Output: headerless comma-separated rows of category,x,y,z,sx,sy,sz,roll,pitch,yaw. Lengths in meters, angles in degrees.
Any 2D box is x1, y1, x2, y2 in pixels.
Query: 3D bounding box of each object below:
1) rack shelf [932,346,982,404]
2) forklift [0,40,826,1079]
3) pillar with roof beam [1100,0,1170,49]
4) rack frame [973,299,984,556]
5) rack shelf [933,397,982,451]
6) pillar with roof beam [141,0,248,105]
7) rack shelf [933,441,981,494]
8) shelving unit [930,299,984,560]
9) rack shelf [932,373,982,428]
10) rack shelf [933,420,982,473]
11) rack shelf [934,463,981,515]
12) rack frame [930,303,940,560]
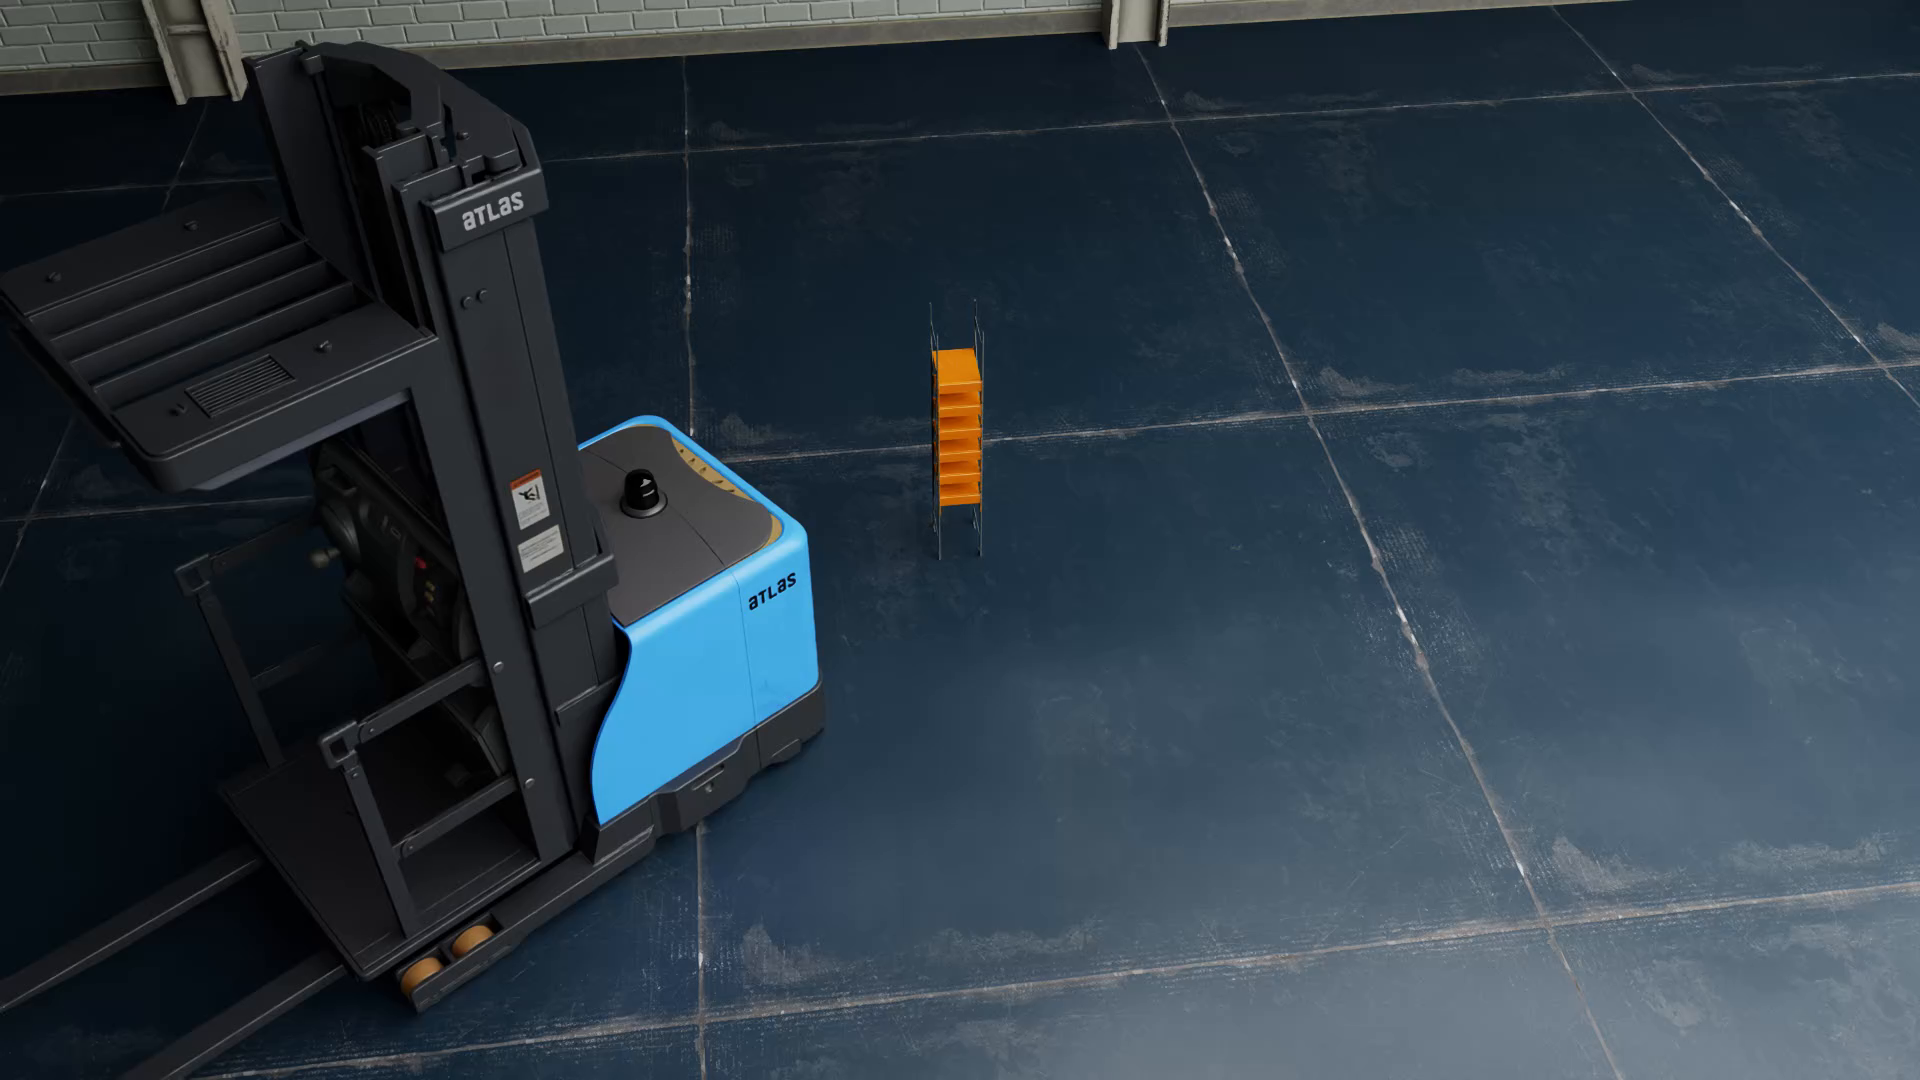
rack shelf,-0.014,-0.679,6.851,0.180,0.103,0.258,-5,42,-6
forklift,-1.952,0.109,5.156,3.031,2.935,1.130,-32,51,-30
pillar with roof beam,1.725,-3.878,5.045,0.400,9.000,9.100,-5,42,-6
rack frame,0.076,-0.452,7.071,0.006,1.200,0.240,-5,42,-6
rack shelf,-0.014,-0.500,7.011,0.180,0.103,0.258,-5,42,-6
pillar with roof beam,-4.225,-3.357,4.468,0.400,9.000,9.100,-5,42,-6
rack shelf,-0.014,-0.322,7.172,0.180,0.103,0.258,-5,42,-6
shelving unit,-0.014,-0.444,7.062,0.189,1.200,0.258,-5,42,-6
rack shelf,-0.014,-0.589,6.931,0.180,0.103,0.258,-5,42,-6
rack shelf,-0.014,-0.411,7.092,0.180,0.103,0.258,-5,42,-6
rack shelf,-0.014,-0.233,7.252,0.180,0.103,0.258,-5,42,-6
rack frame,-0.105,-0.436,7.053,0.006,1.200,0.240,-5,42,-6
